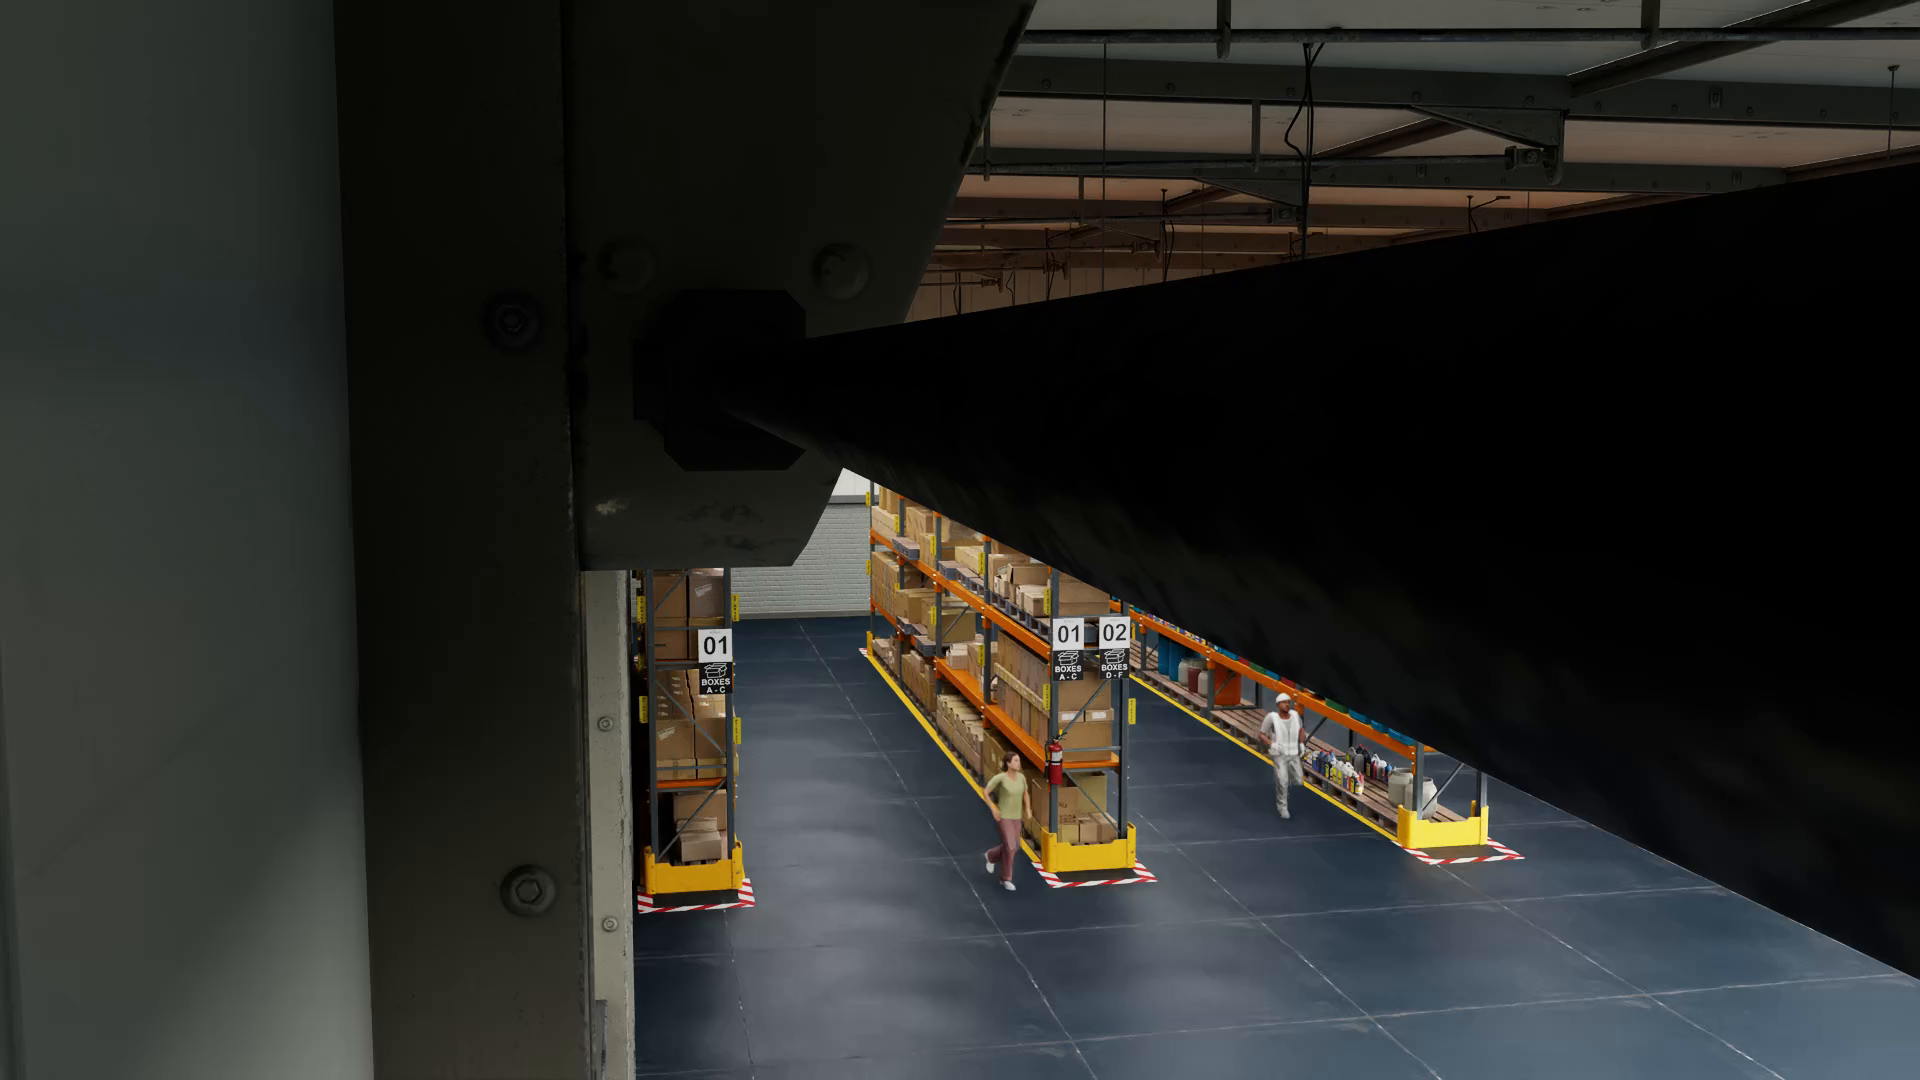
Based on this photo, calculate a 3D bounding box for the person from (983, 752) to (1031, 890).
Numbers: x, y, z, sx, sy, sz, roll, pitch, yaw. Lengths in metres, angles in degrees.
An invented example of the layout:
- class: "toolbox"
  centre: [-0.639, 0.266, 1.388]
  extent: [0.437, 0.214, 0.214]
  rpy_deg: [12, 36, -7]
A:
- class: "person"
  centre: [0.595, 3.404, 20.385]
  extent: [0.624, 1.641, 0.608]
  rpy_deg: [-4, 7, -34]

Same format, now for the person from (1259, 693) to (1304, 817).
- class: "person"
  centre: [4.557, 3.022, 23.512]
  extent: [0.697, 1.736, 0.623]
  rpy_deg: [-2, 6, -16]
